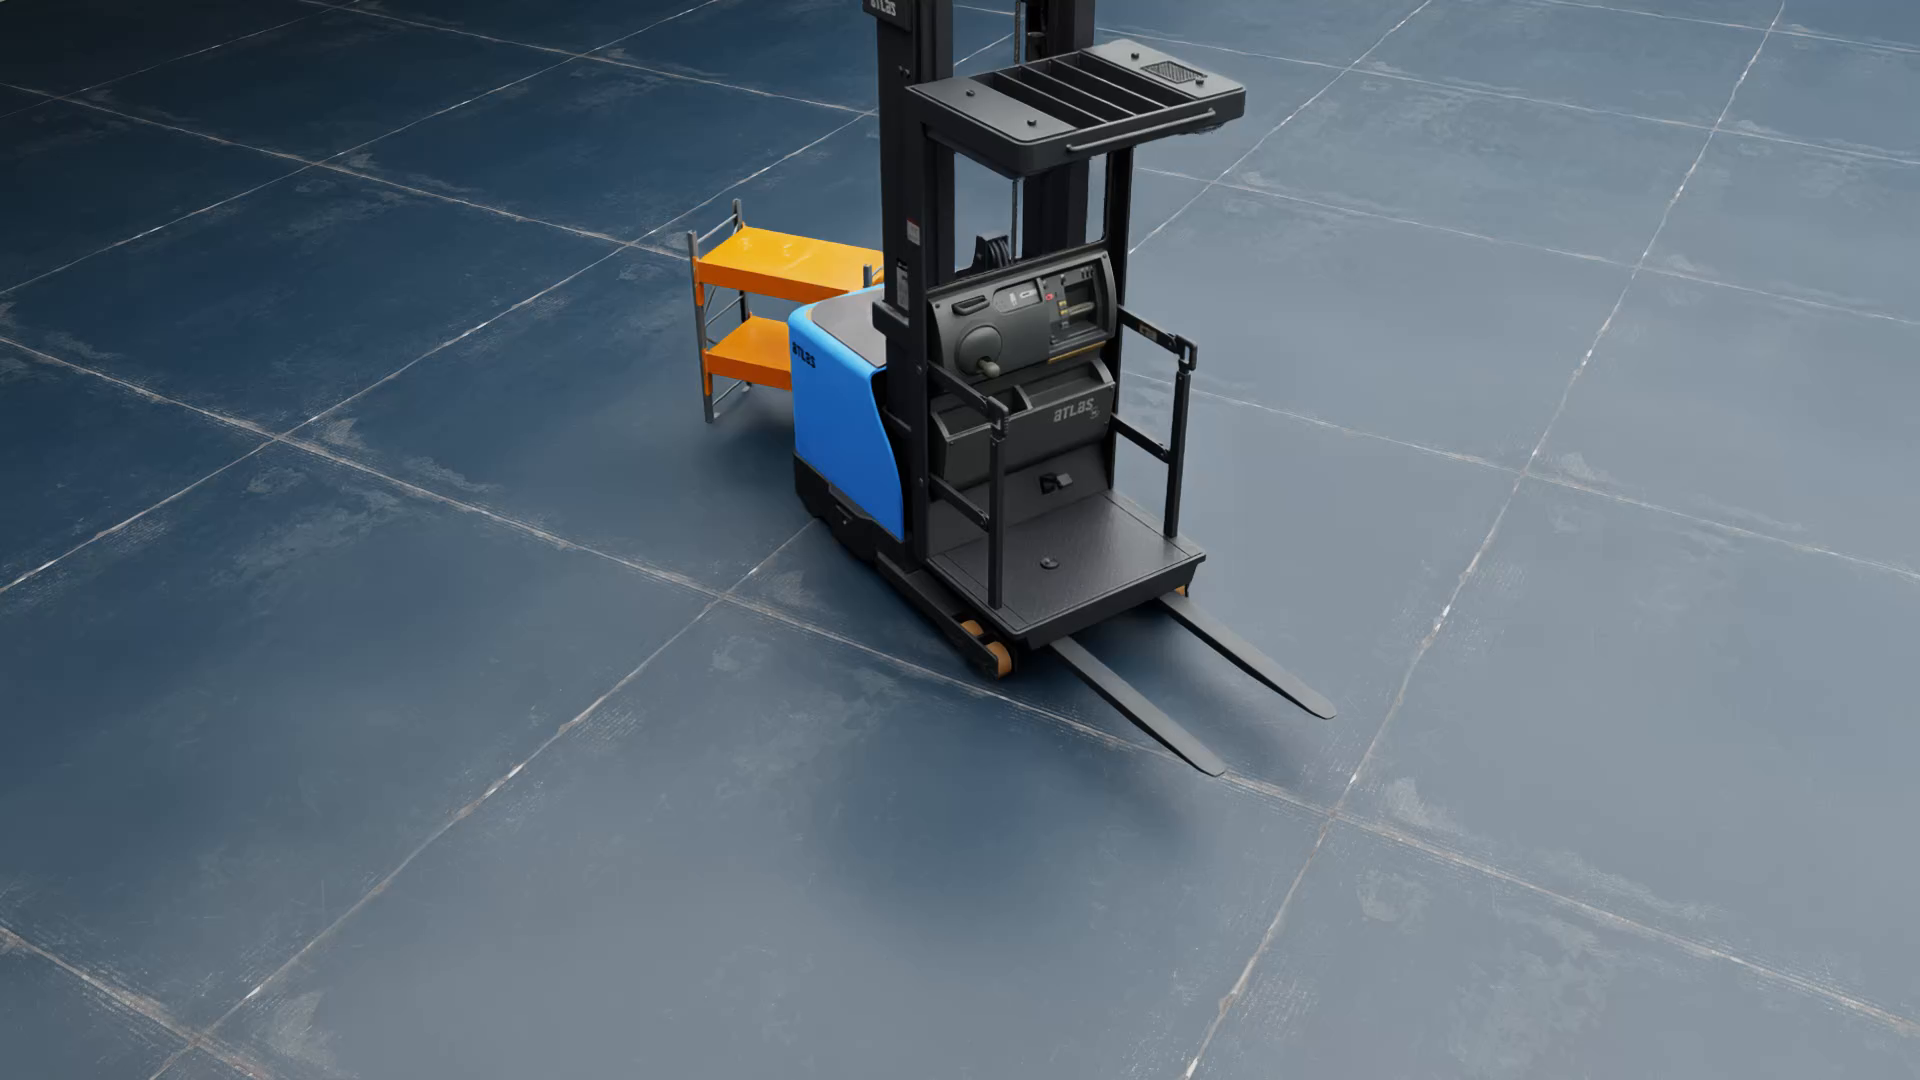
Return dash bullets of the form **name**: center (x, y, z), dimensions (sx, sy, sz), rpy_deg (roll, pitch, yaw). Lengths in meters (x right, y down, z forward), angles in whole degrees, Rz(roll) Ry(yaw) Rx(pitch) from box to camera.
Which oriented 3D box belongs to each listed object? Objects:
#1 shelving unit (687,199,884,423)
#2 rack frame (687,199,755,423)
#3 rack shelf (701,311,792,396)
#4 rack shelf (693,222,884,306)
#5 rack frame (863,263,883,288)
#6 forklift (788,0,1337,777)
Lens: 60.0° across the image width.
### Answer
- **shelving unit**: center (-0.834, -1.132, 8.936), dimensions (1.048, 1.125, 0.538), rpy_deg (14, 36, 20)
- **rack frame**: center (-1.299, -1.246, 9.107), dimensions (0.032, 1.125, 0.500), rpy_deg (14, 36, 20)
- **rack shelf**: center (-0.834, -0.929, 9.071), dimensions (1.000, 0.278, 0.538), rpy_deg (14, 36, 20)
- **rack shelf**: center (-0.834, -1.376, 8.773), dimensions (1.000, 0.278, 0.538), rpy_deg (14, 36, 20)
- **rack frame**: center (-0.370, -1.018, 8.764), dimensions (0.032, 1.125, 0.500), rpy_deg (14, 36, 20)
- **forklift**: center (0.406, -0.910, 6.972), dimensions (1.130, 2.935, 3.031), rpy_deg (-21, 39, -28)
